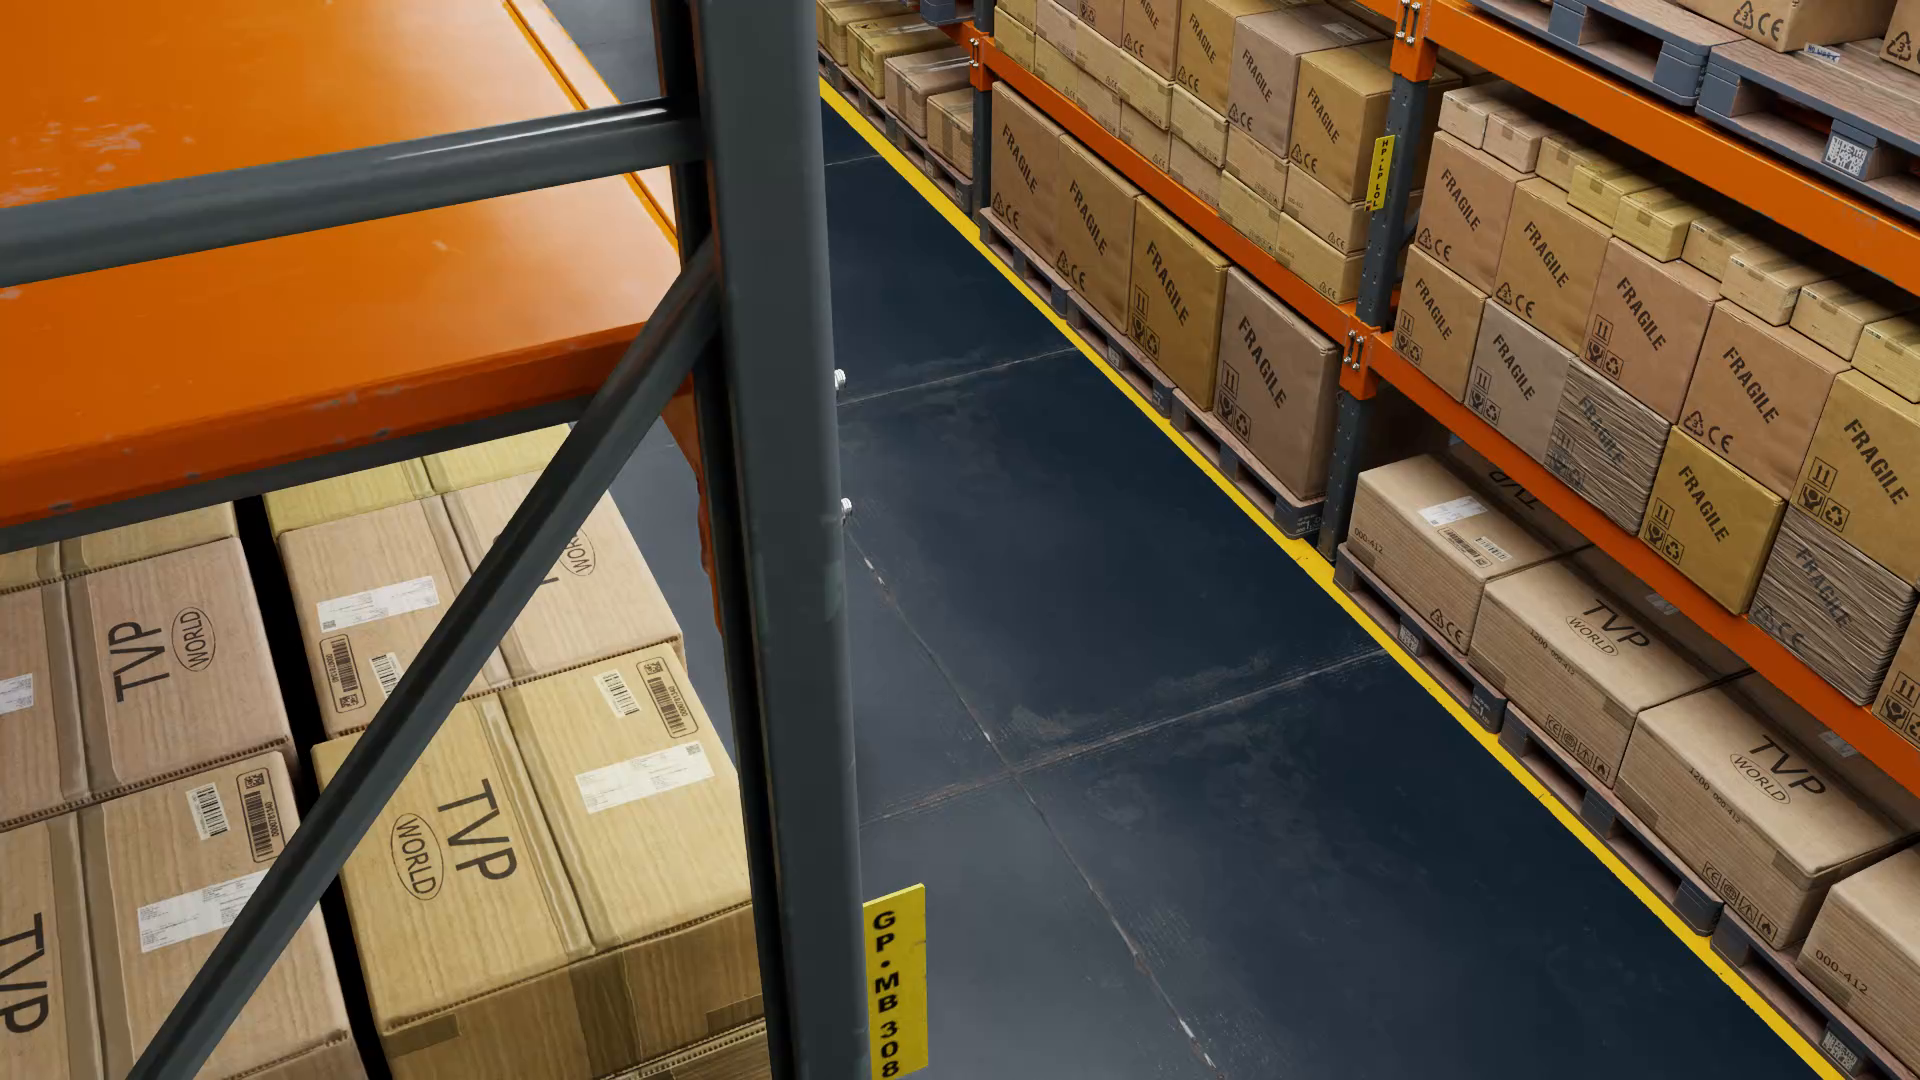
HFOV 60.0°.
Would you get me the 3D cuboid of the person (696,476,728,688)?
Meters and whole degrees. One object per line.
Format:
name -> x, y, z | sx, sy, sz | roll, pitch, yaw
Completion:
person -> -0.795, -0.016, 6.888 | 0.585, 1.727, 0.390 | -16, 40, -20
